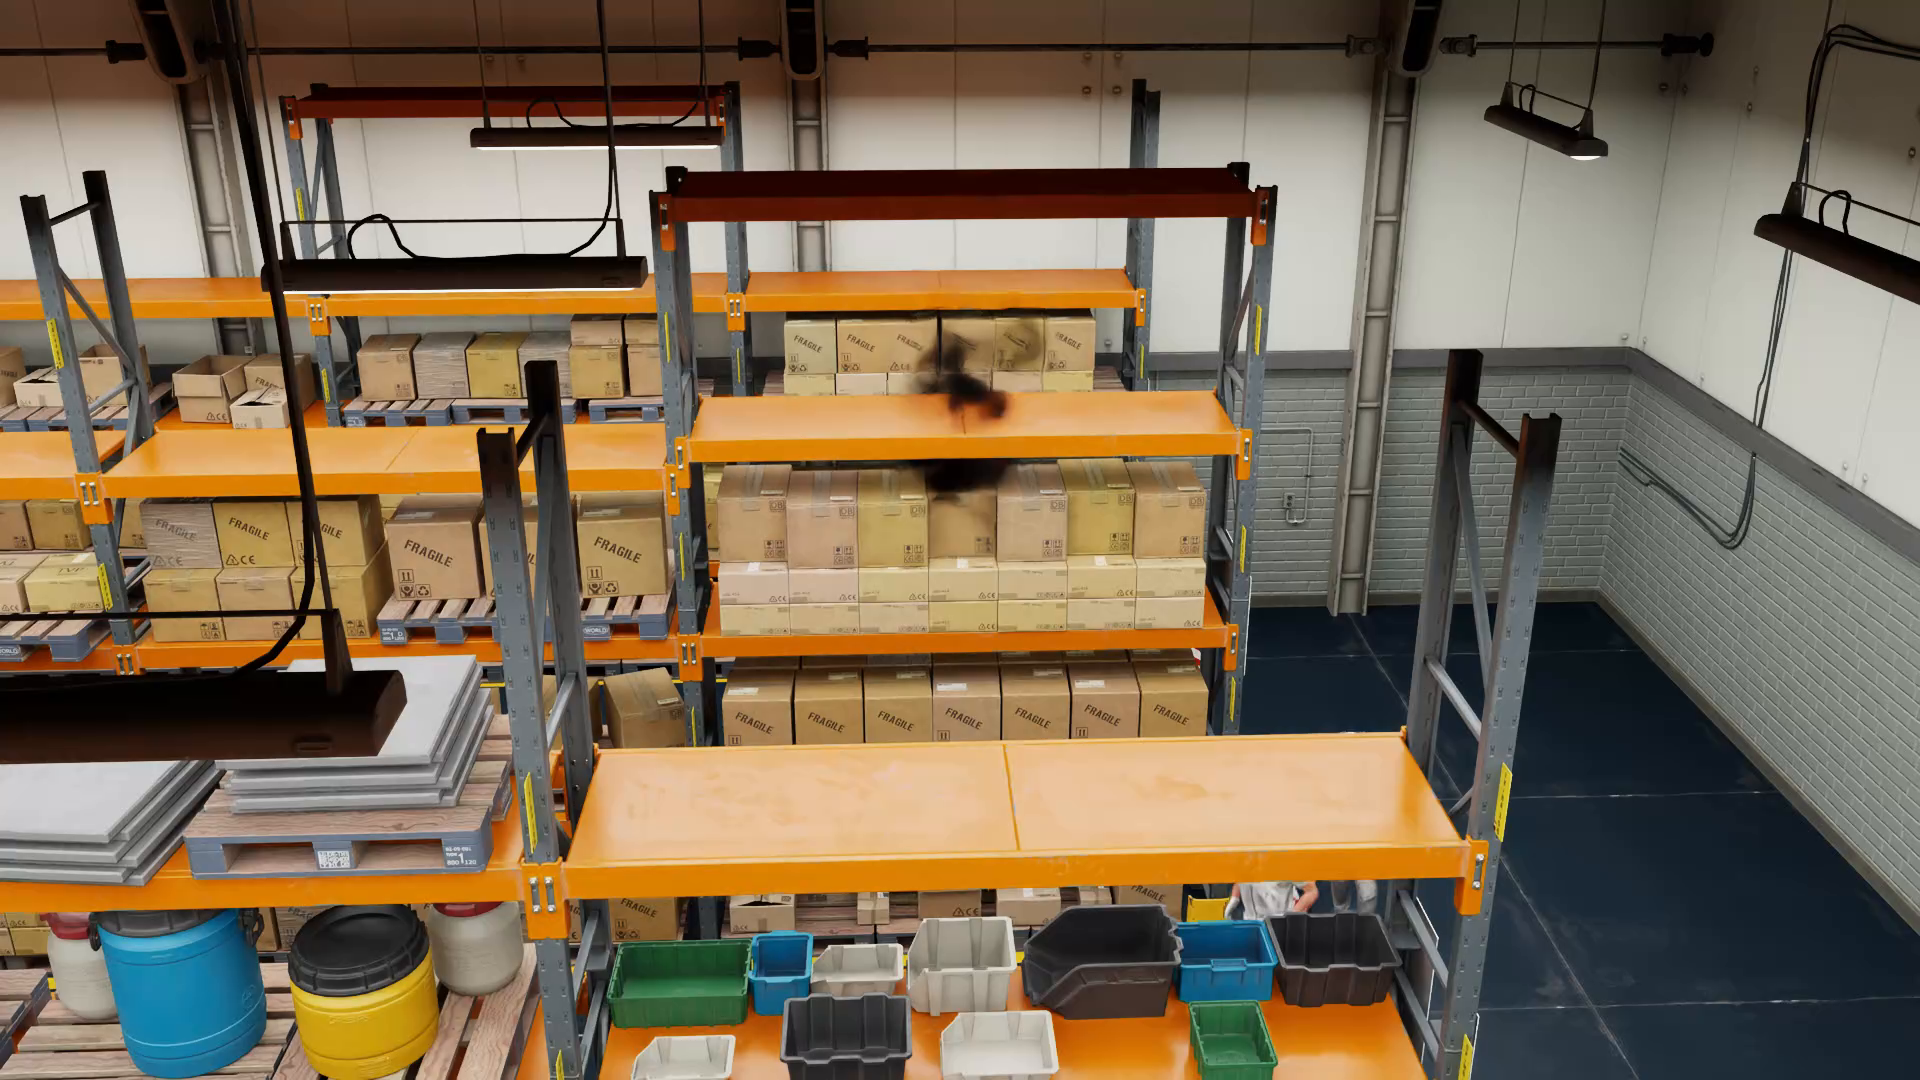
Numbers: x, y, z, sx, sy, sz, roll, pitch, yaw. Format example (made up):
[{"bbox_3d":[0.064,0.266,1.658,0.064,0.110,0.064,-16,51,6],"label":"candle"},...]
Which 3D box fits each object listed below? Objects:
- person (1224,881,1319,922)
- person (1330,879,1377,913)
[{"bbox_3d":[2.157,2.668,11.669,0.577,1.676,0.723,-17,28,-36],"label":"person"},{"bbox_3d":[2.916,2.293,12.529,0.672,1.798,0.815,2,22,5],"label":"person"}]
